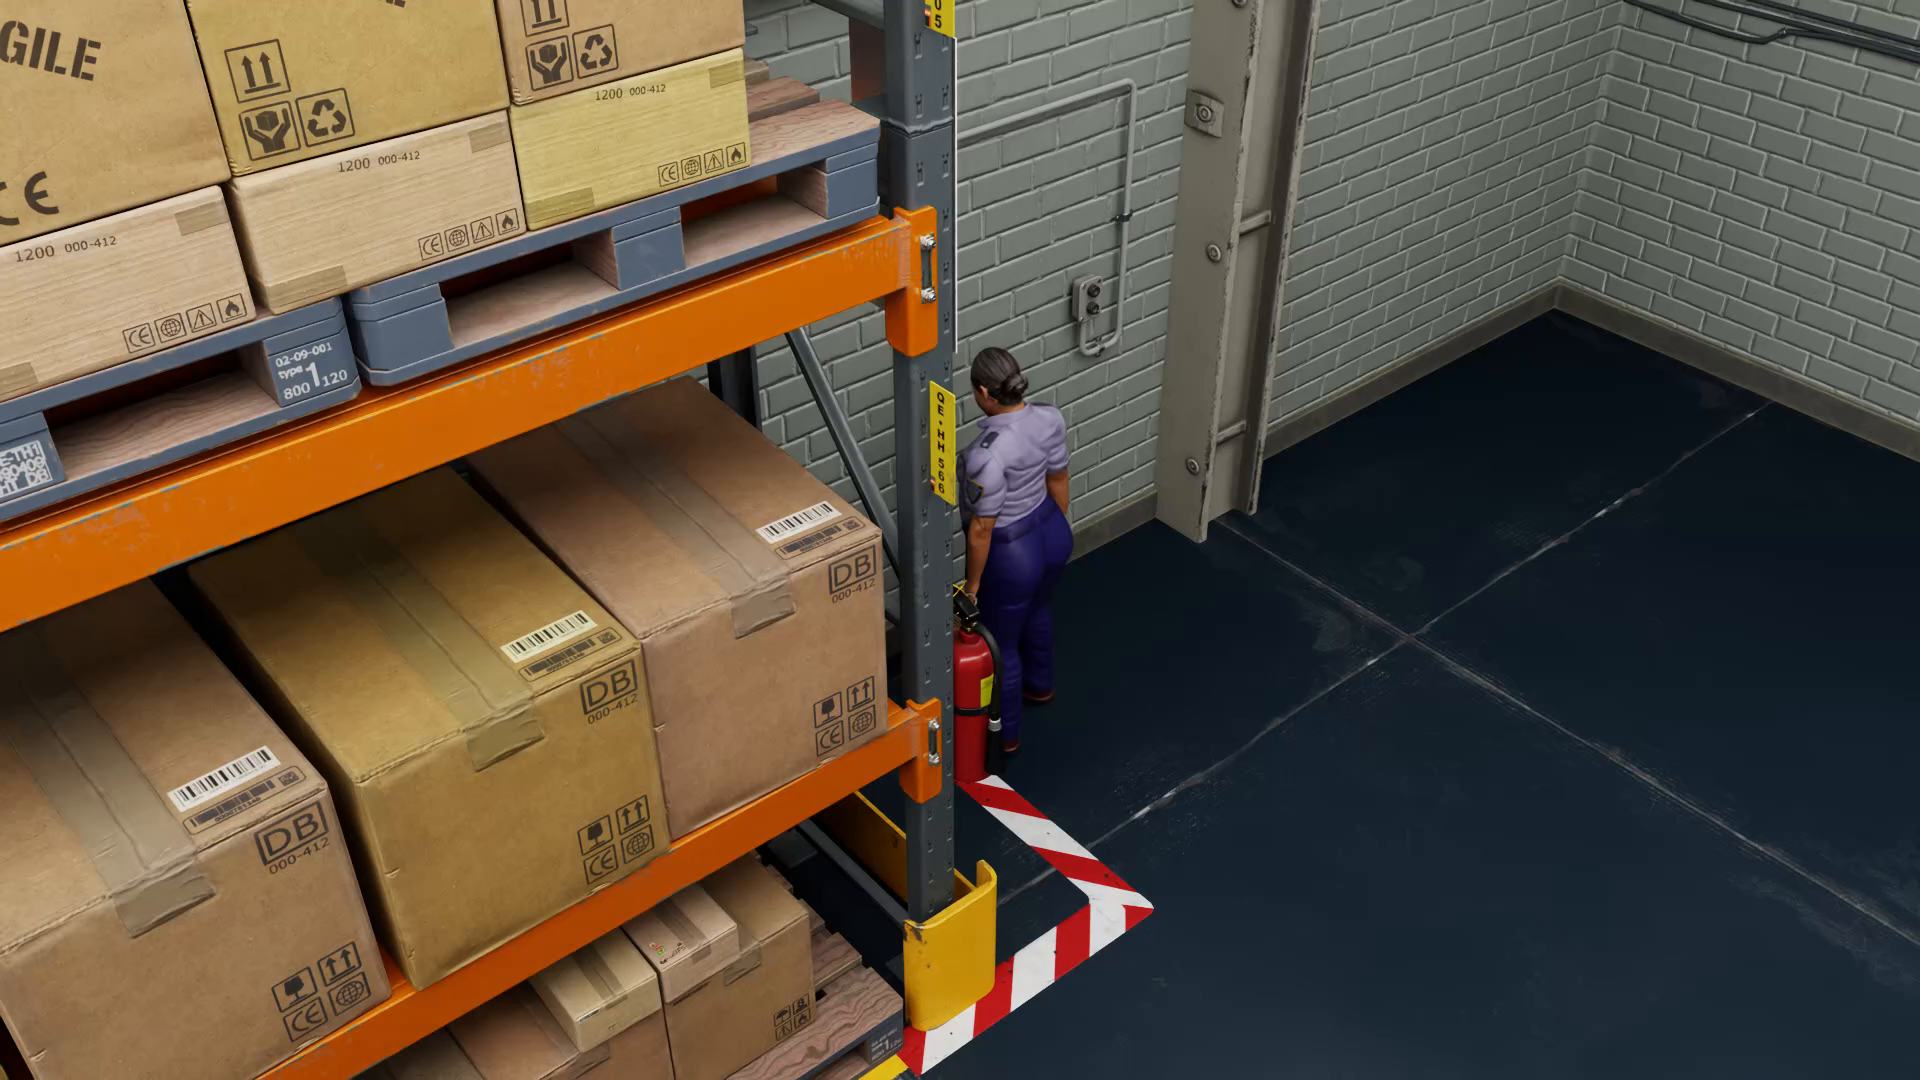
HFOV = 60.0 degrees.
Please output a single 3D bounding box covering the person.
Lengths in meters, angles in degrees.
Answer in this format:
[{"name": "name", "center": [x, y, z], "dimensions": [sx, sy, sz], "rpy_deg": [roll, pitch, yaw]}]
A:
[{"name": "person", "center": [0.170, 0.051, 6.076], "dimensions": [0.399, 1.620, 0.514], "rpy_deg": [25, 43, 30]}]
